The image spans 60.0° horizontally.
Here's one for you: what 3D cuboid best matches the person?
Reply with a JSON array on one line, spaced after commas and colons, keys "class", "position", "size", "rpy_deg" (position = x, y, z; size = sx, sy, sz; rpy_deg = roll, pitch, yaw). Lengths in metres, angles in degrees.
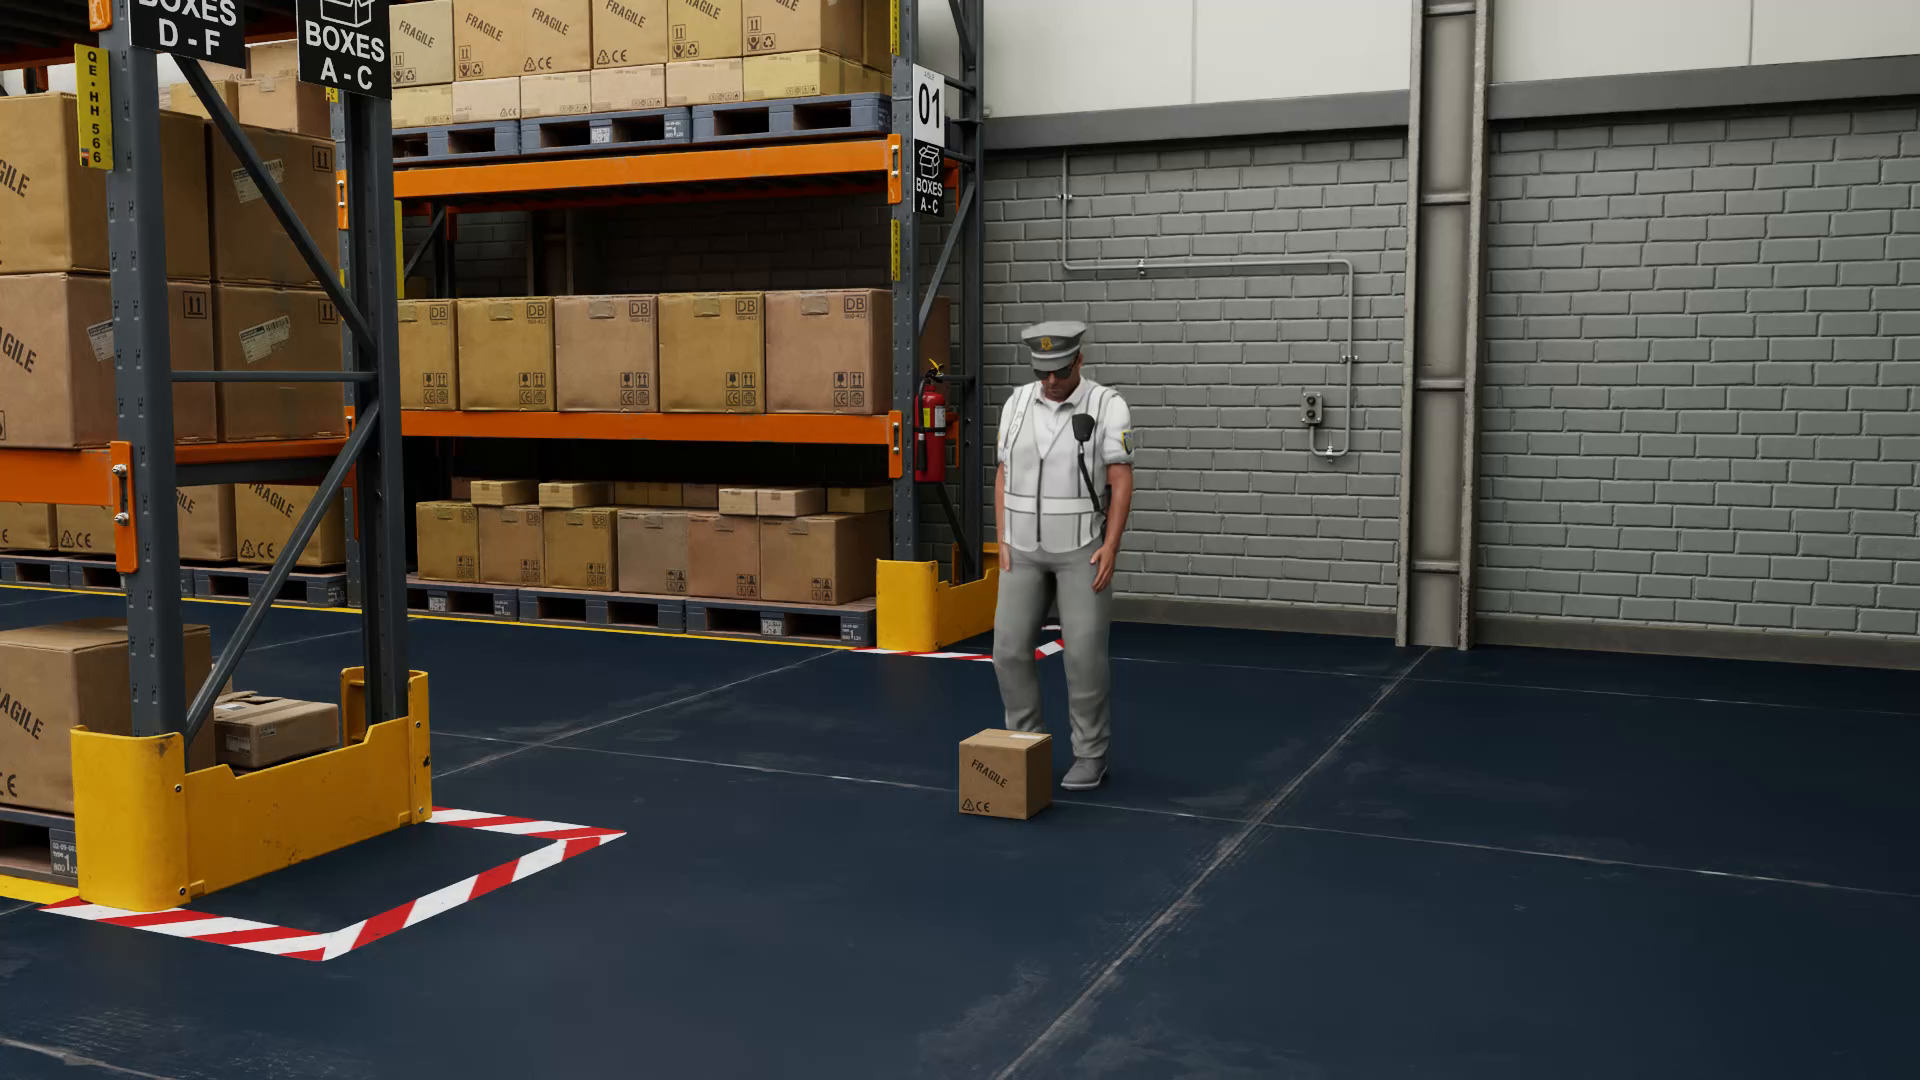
[{"class": "person", "position": [0.381, 0.049, 6.206], "size": [0.547, 1.722, 0.440], "rpy_deg": [3, 6, 25]}]
